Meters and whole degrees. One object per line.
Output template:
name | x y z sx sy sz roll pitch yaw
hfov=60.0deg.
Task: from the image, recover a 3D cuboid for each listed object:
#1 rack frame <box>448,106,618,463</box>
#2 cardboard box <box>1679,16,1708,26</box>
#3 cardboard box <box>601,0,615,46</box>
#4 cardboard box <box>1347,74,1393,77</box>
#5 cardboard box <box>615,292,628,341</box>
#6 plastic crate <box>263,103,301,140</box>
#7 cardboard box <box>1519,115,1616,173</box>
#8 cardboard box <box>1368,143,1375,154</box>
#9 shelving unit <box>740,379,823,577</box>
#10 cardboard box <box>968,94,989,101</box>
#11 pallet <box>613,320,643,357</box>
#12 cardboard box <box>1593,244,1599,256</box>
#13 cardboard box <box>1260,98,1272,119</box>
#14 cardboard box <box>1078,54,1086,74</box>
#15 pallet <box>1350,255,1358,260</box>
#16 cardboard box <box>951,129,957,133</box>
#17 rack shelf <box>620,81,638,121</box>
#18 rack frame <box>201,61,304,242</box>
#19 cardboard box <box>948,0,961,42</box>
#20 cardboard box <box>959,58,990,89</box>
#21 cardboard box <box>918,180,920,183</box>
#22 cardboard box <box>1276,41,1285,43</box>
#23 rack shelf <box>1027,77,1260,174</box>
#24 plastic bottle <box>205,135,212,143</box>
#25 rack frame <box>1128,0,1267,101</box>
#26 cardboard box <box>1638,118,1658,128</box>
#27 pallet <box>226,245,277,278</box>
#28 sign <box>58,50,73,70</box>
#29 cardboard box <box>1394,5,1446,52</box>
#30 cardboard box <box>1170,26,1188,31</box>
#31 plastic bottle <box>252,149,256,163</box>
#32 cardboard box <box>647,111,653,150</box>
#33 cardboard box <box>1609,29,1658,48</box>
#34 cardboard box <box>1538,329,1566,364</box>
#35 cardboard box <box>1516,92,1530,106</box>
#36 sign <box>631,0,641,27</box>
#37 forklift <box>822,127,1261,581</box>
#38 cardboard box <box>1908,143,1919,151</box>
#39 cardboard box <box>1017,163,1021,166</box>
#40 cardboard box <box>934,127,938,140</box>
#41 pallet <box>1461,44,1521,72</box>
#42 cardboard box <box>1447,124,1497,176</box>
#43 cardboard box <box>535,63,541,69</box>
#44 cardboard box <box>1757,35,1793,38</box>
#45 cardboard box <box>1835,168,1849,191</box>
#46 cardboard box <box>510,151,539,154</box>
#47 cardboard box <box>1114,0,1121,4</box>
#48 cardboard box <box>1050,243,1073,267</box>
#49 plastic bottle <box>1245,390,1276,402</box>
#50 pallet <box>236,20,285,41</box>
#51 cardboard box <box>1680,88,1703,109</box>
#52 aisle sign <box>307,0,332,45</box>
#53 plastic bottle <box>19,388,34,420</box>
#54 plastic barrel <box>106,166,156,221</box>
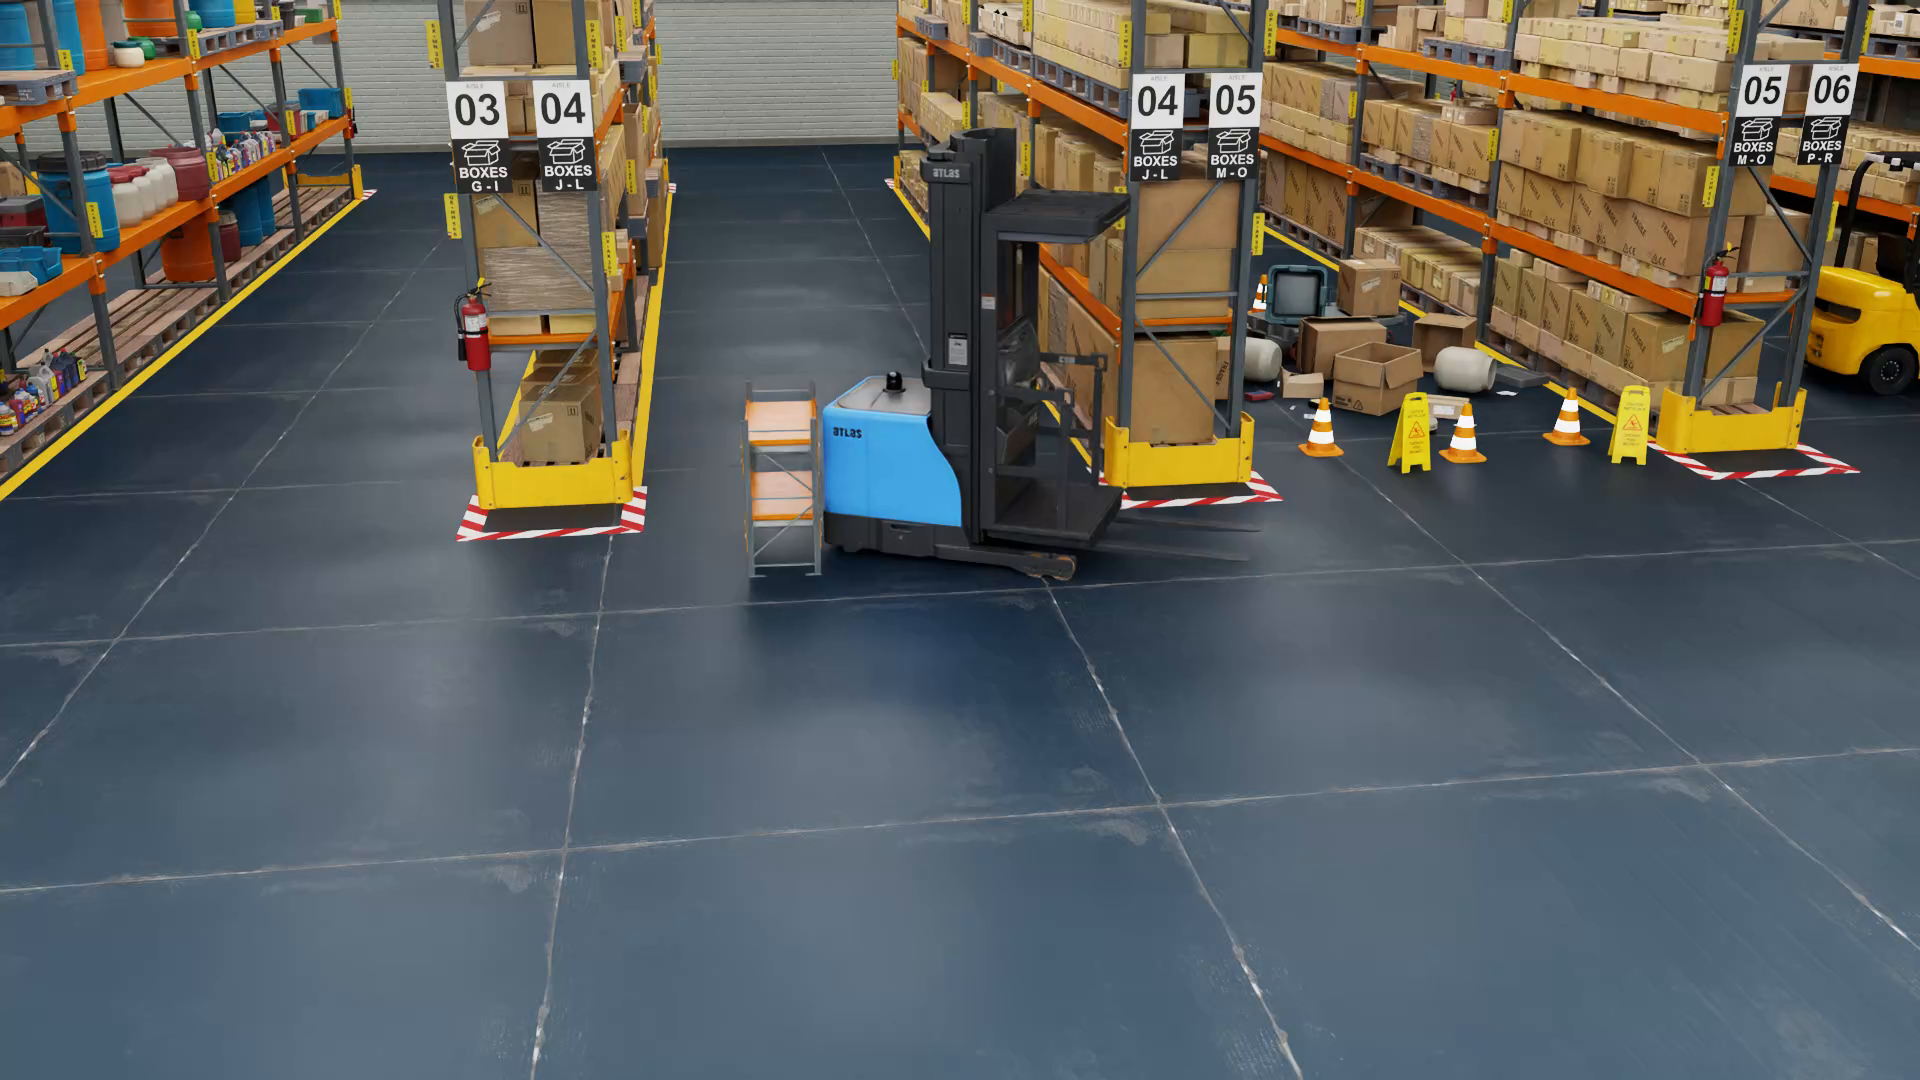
rack frame | -3.156 -1.701 12.484 1.000 3.000 0.127 -3 21 -8
cardboard box | 10.021 -6.897 22.322 0.500 0.250 0.500 -3 21 -8
cardboard box | -3.415 -4.769 15.127 0.500 0.500 0.500 -4 21 -9
cardboard box | 5.528 -6.020 22.476 0.500 0.500 0.500 -2 21 -6
cardboard box | -3.800 -2.335 17.124 0.700 0.500 0.500 -5 21 -12
plastic crate | -9.667 -5.986 23.779 0.402 0.464 0.583 -3 21 -8
cardboard box | 5.975 -3.899 16.372 0.700 0.500 0.500 -3 21 -7
cardboard box | 5.360 -4.928 20.882 0.380 0.149 0.250 -4 21 -11
shelving unit | -1.262 -0.458 11.836 0.538 1.125 1.048 -2 21 -5
cardboard box | 0.328 -6.207 23.455 0.380 0.149 0.250 -4 21 -9
pallet | -3.846 -2.049 17.401 1.003 0.211 1.213 -3 21 -8
cardboard box | 6.184 -2.732 15.603 0.380 0.149 0.250 -3 21 -8
cardboard box | 4.705 -6.353 24.439 0.500 0.250 0.500 -4 21 -9
cardboard box | 1.201 -3.985 13.928 0.380 0.149 0.250 -3 21 -7
pallet | 5.609 -3.394 21.001 1.003 0.211 1.213 -3 21 -8
cardboard box | 0.092 -5.053 20.791 0.380 0.149 0.250 -2 21 -7
rack shelf | -4.021 -4.847 17.647 1.077 0.370 4.000 -3 21 -8
rack frame | -9.787 -5.606 22.939 1.000 3.000 0.127 -3 21 -8
cardboard box | 0.127 -6.669 21.354 0.500 0.500 0.500 -3 21 -8
cardboard box | 0.213 -6.894 24.391 0.500 0.500 0.500 -2 21 -6
cardboard box | -0.444 -5.622 26.032 0.380 0.149 0.250 -4 21 -10
cardboard box | 4.931 -7.825 26.382 0.380 0.149 0.250 -3 21 -8
rack shelf | 1.479 -3.677 14.515 1.077 0.370 4.000 -3 21 -8
plastic bottle | -10.044 -5.242 22.141 0.152 0.276 0.135 -3 21 -8
rack frame | 1.767 -4.727 12.010 1.000 3.000 0.127 -3 21 -8
cardboard box | 9.991 -6.023 23.308 0.797 0.503 0.637 -3 21 -9
pallet | -9.538 -3.607 21.572 1.003 0.211 1.213 -3 21 -8
sign | -8.088 -4.270 15.060 0.100 0.325 0.005 -3 21 -8
cardboard box | 5.624 -6.094 19.816 0.700 0.500 0.500 -3 21 -8
cardboard box | 1.877 -3.990 13.371 0.500 0.250 0.500 -3 21 -8
plastic bottle | -9.222 -5.006 21.617 0.097 0.201 0.097 0 20 0
cardboard box | -4.483 -5.583 22.734 0.500 0.500 0.500 -2 21 -6
cardboard box | 6.056 -4.493 14.892 0.380 0.149 0.250 -2 21 -6
cardboard box | 6.059 -1.909 16.369 0.500 0.250 0.500 -3 21 -8
cardboard box | 9.372 -7.187 26.960 0.500 0.250 0.500 -3 21 -8
sign | -3.772 -6.145 19.356 0.100 0.325 0.005 -3 21 -8
forklift | 0.594 -1.297 11.500 3.031 2.935 1.130 6 21 16
cardboard box | 10.716 -4.295 18.359 0.380 0.149 0.250 -2 21 -6
cardboard box | 0.705 -3.865 18.135 0.500 0.500 0.500 -3 21 -7
cardboard box | -0.134 -5.451 22.283 0.380 0.149 0.250 -4 21 -10
pallet | 6.091 -5.122 17.625 1.213 0.211 1.003 -3 21 -8
cardboard box | 5.708 -4.289 18.244 0.500 0.500 0.500 -3 21 -7
cardboard box | -3.694 -3.943 13.843 0.380 0.149 0.250 -2 21 -6
cardboard box | 6.774 -4.171 14.030 0.380 0.149 0.250 -3 21 -8
cardboard box | 10.535 -4.276 19.591 0.500 0.250 0.500 -3 21 -7
cardboard box | -3.691 -3.053 14.107 0.500 0.500 0.500 -3 21 -8
cardboard box | 1.631 -4.921 15.293 0.380 0.149 0.250 -3 21 -8
cardboard box | 1.318 -2.862 15.378 0.875 0.550 0.550 -3 21 -8
plastic bottle | 2.858 -1.373 15.805 0.283 0.061 0.133 -11 23 -26
pallet | -9.577 -6.656 21.734 1.213 0.211 1.003 -3 21 -8
cardboard box | 6.254 -3.682 13.860 0.380 0.149 0.250 -3 21 -7
aisle sign | -10.084 -8.249 26.298 0.394 0.787 0.004 -3 21 -8
plastic bottle | -8.074 -1.176 14.348 0.097 0.271 0.097 0 20 0
plastic barrel | -8.723 -3.646 17.497 0.433 0.535 0.433 0 20 0
